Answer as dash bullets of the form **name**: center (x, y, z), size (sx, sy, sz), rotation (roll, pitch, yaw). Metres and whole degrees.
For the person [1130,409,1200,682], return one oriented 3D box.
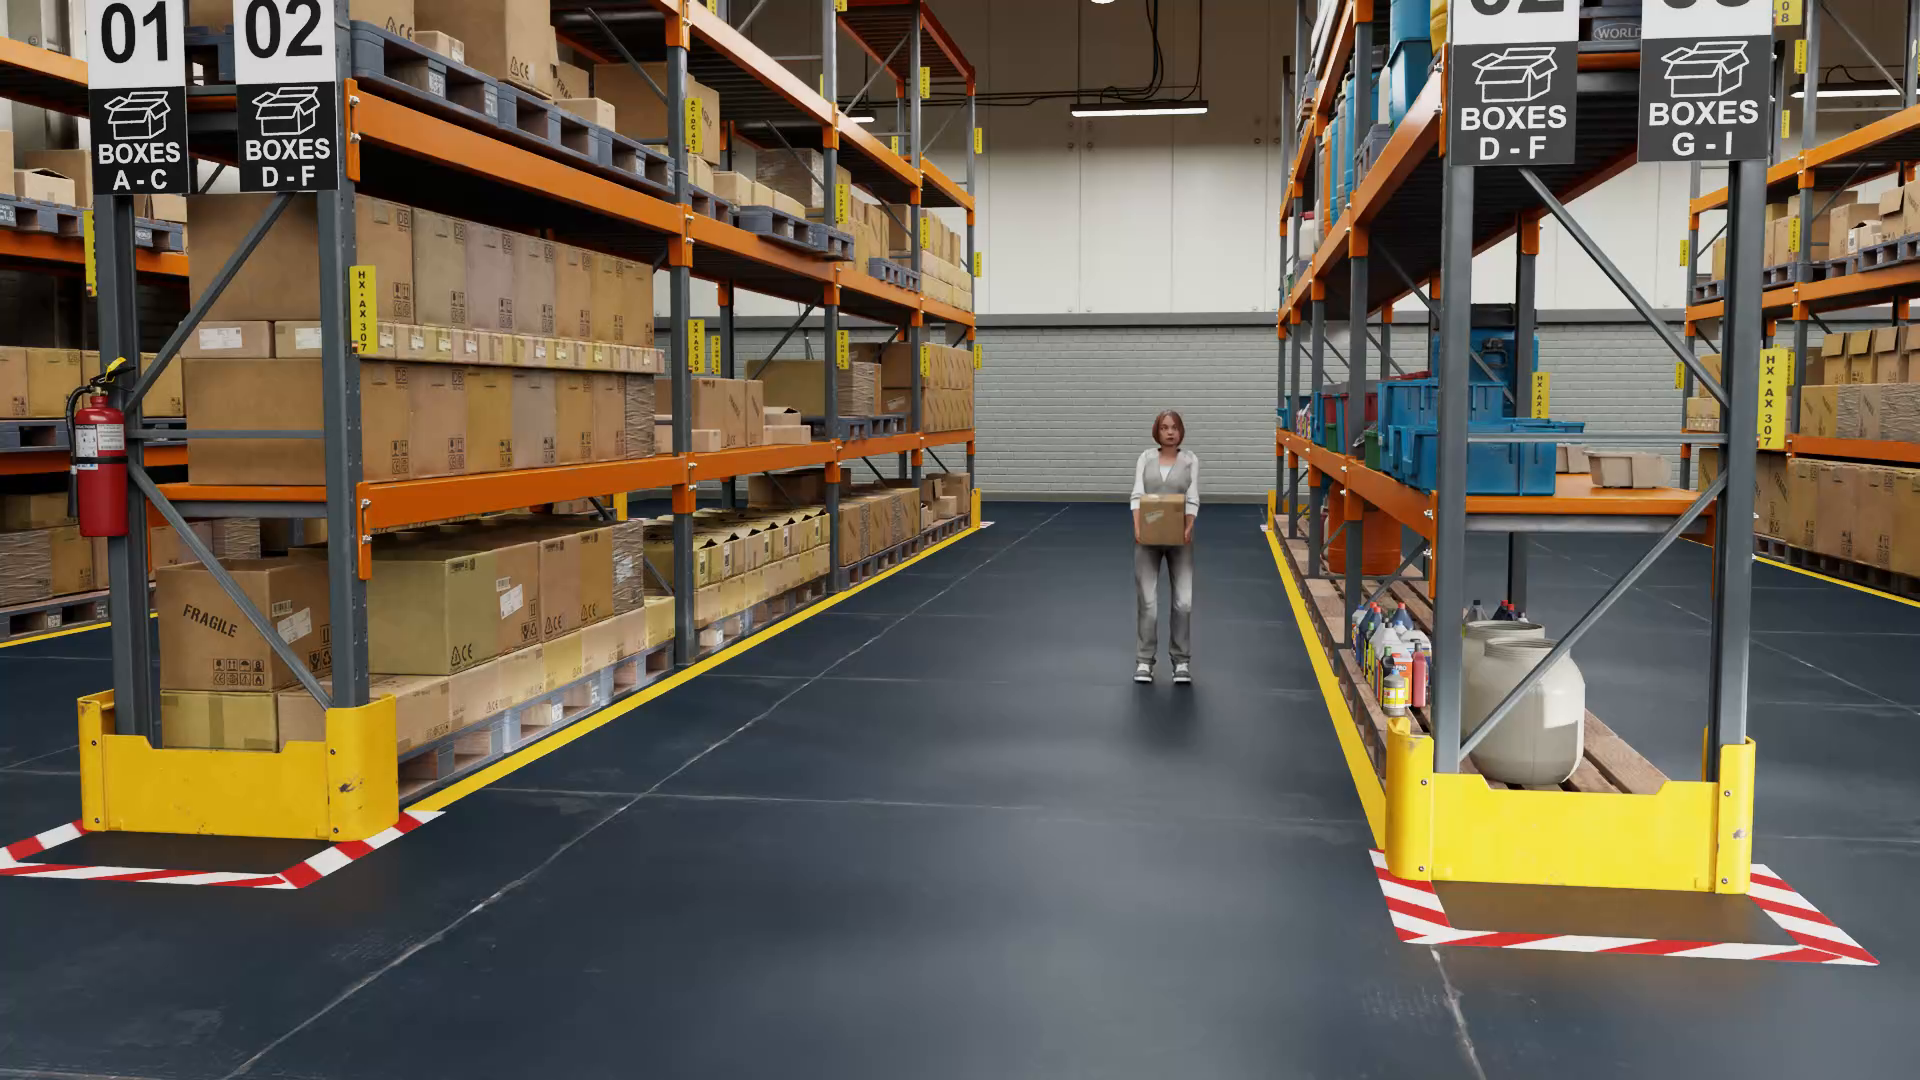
- **person**: center (1.189, 0.039, 9.683), size (0.404, 1.594, 0.494), rotation (1, 5, 10)
